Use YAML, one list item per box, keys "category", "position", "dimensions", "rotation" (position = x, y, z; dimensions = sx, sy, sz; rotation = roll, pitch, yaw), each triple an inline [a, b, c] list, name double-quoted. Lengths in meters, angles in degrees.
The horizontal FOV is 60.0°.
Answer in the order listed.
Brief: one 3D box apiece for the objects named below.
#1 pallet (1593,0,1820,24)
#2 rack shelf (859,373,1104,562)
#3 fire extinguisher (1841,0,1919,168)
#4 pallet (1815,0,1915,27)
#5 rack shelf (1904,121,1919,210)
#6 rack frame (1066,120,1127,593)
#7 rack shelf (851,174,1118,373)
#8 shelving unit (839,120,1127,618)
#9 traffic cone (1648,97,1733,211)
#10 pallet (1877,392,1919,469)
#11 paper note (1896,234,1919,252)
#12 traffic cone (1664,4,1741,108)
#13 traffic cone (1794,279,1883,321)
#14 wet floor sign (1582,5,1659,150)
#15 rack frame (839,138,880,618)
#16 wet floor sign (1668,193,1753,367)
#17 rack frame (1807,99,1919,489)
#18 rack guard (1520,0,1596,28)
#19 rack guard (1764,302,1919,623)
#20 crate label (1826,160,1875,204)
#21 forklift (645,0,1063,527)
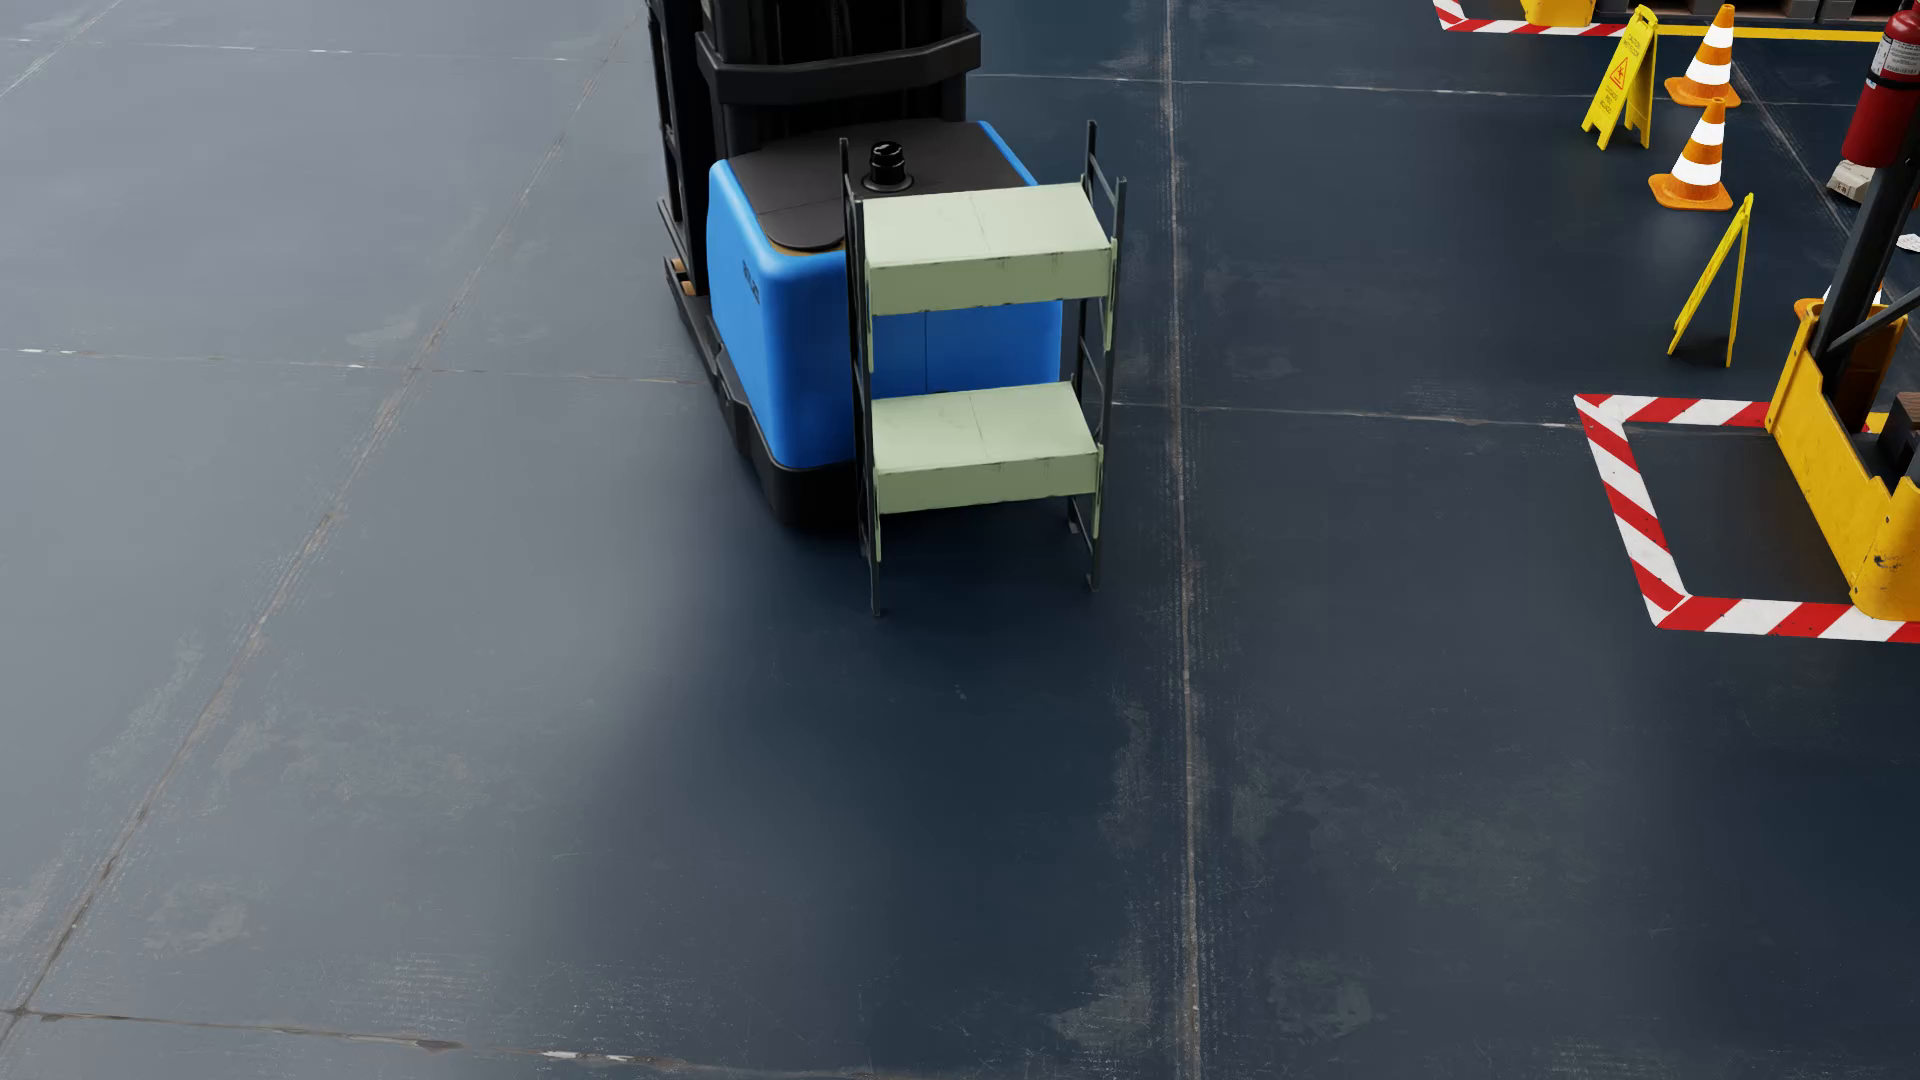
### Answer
- category: "pallet"
  position: [4.223, -3.311, 9.650]
  dimensions: [1.213, 0.211, 1.003]
  rotation: [3, 39, 4]
- category: "rack shelf"
  position: [0.056, -0.239, 5.372]
  dimensions: [0.720, 0.370, 0.431]
  rotation: [-6, 40, -7]
- category: "fire extinguisher"
  position: [3.019, -1.534, 5.320]
  dimensions: [0.183, 0.674, 0.296]
  rotation: [3, 39, 4]
- category: "pallet"
  position: [5.436, -3.243, 9.567]
  dimensions: [1.213, 0.211, 1.003]
  rotation: [3, 39, 4]
- category: "rack shelf"
  position: [5.086, -0.880, 5.025]
  dimensions: [4.000, 0.370, 1.077]
  rotation: [3, 39, 4]
- category: "rack frame"
  position: [0.417, -0.530, 5.213]
  dimensions: [0.023, 1.500, 0.400]
  rotation: [-6, 40, -7]
- category: "rack shelf"
  position: [0.056, -0.794, 4.919]
  dimensions: [0.720, 0.370, 0.431]
  rotation: [-6, 40, -7]
- category: "shelving unit"
  position: [0.056, -0.491, 5.166]
  dimensions: [0.755, 1.500, 0.431]
  rotation: [-6, 40, -7]
- category: "traffic cone"
  position: [3.390, -1.789, 7.581]
  dimensions: [0.334, 0.463, 0.336]
  rotation: [3, 39, 4]
- category: "pallet"
  position: [3.976, -0.116, 5.725]
  dimensions: [1.213, 0.211, 1.003]
  rotation: [3, 39, 4]
- category: "paper note"
  position: [4.207, -1.317, 7.344]
  dimensions: [0.142, 0.019, 0.148]
  rotation: [-10, 40, -12]
- category: "traffic cone"
  position: [3.827, -2.481, 8.431]
  dimensions: [0.334, 0.463, 0.336]
  rotation: [3, 39, 4]
- category: "traffic cone"
  position: [3.633, -1.072, 6.701]
  dimensions: [0.334, 0.463, 0.336]
  rotation: [3, 39, 4]
- category: "wet floor sign"
  position: [3.220, -2.230, 7.978]
  dimensions: [0.232, 0.644, 0.267]
  rotation: [-3, 39, -4]
- category: "rack frame"
  position: [-0.305, -0.453, 5.119]
  dimensions: [0.023, 1.500, 0.400]
  rotation: [-6, 40, -7]
- category: "wet floor sign"
  position: [2.997, -1.038, 6.514]
  dimensions: [0.232, 0.644, 0.267]
  rotation: [16, 42, 19]
- category: "rack frame"
  position: [3.094, -1.268, 4.932]
  dimensions: [0.127, 3.000, 1.000]
  rotation: [3, 39, 4]
- category: "rack guard"
  position: [3.396, -3.419, 9.554]
  dimensions: [0.348, 0.500, 1.175]
  rotation: [3, 39, 4]
- category: "rack guard"
  position: [3.169, -0.294, 5.716]
  dimensions: [0.348, 0.500, 1.175]
  rotation: [3, 39, 4]
- category: "crate label"
  position: [4.179, -1.658, 7.679]
  dimensions: [0.298, 0.136, 0.250]
  rotation: [-16, 42, -19]
- category: "forklift"
  position: [-0.600, -2.117, 6.029]
  dimensions: [1.130, 2.935, 3.031]
  rotation: [-12, 41, -15]
